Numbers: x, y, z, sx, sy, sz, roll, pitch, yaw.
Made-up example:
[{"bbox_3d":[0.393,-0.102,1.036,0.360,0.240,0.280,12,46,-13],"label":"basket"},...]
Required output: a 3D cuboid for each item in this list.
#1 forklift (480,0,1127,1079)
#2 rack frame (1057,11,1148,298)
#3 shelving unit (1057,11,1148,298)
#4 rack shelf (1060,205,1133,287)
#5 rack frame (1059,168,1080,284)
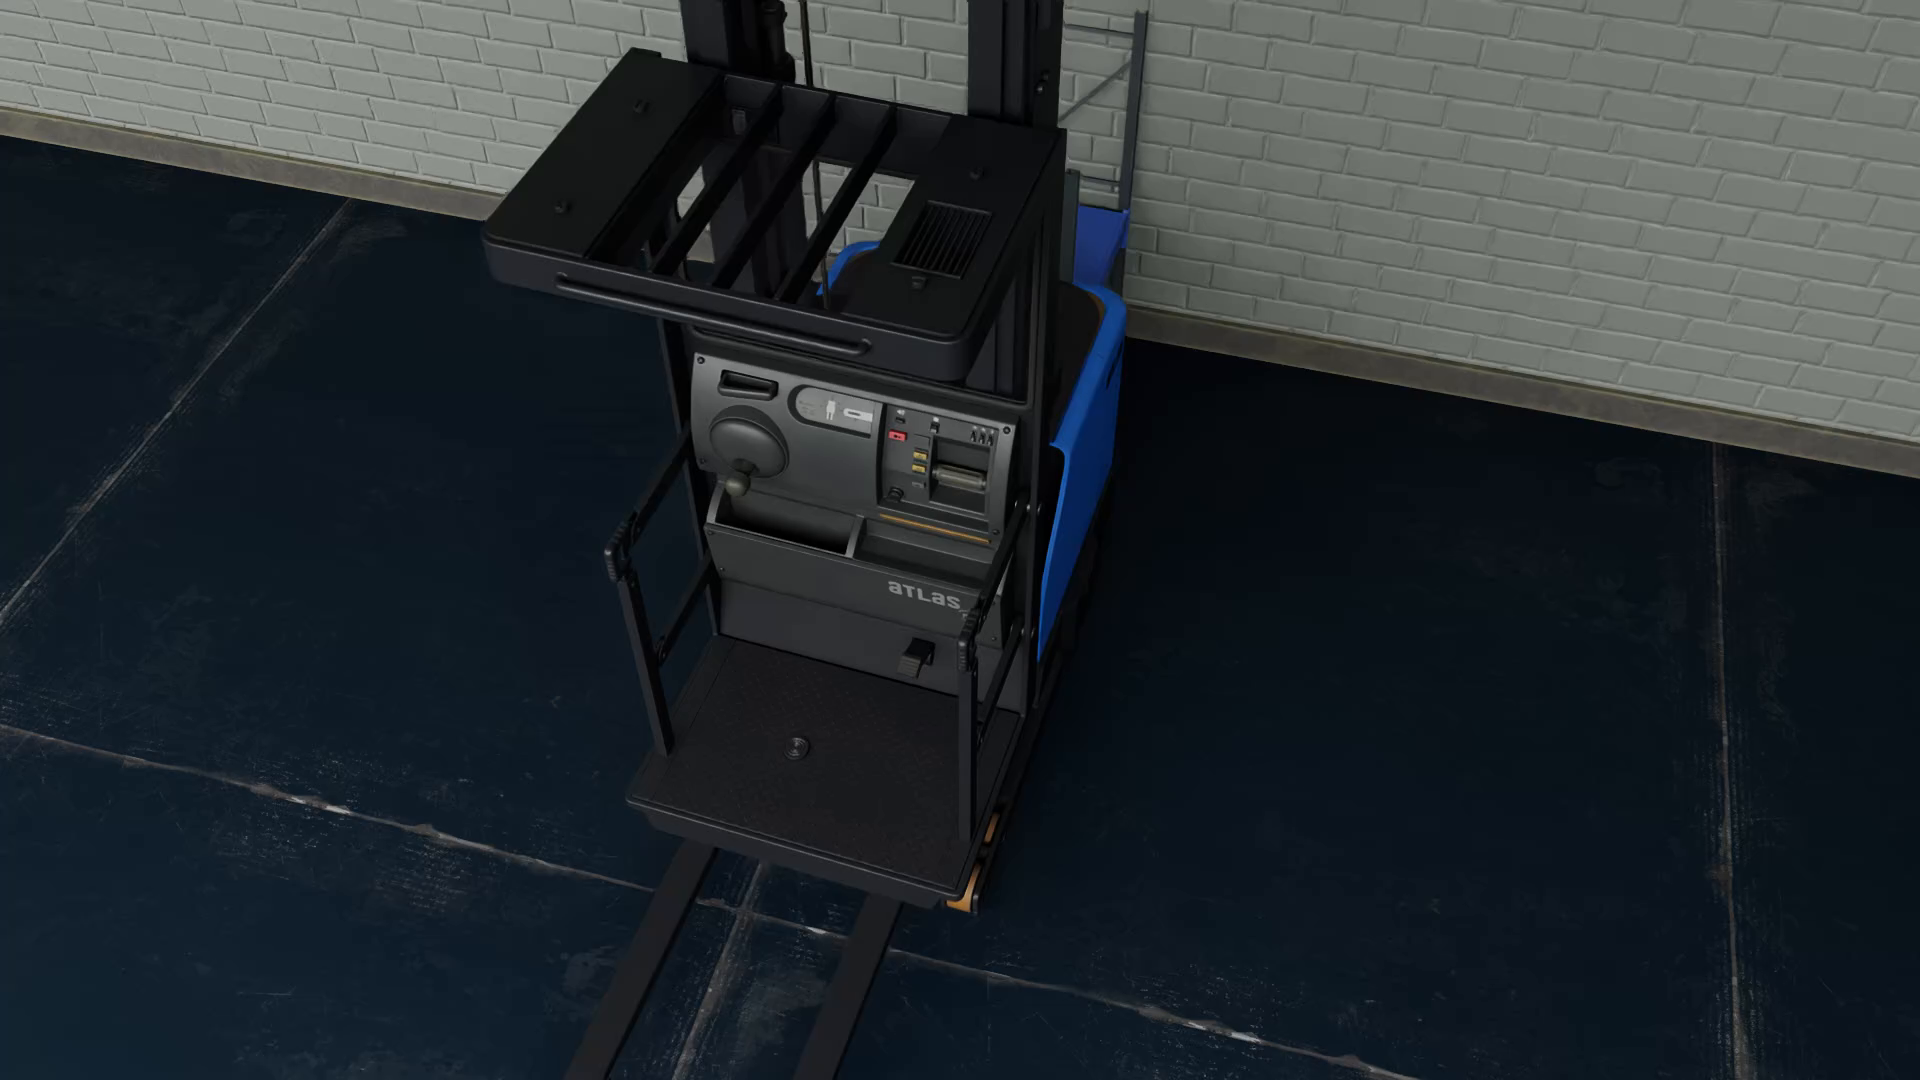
[{"bbox_3d":[-0.367,-0.155,4.432,1.130,2.935,3.031,14,50,12],"label":"forklift"},{"bbox_3d":[0.426,-1.421,6.505,0.500,1.500,0.032,12,49,11],"label":"rack frame"},{"bbox_3d":[0.280,-1.062,6.176,0.538,1.500,1.048,12,49,11],"label":"shelving unit"},{"bbox_3d":[0.280,-0.941,6.308,0.538,0.185,1.000,12,49,11],"label":"rack shelf"},{"bbox_3d":[0.135,-0.703,5.846,0.500,1.500,0.032,12,49,11],"label":"rack frame"}]
